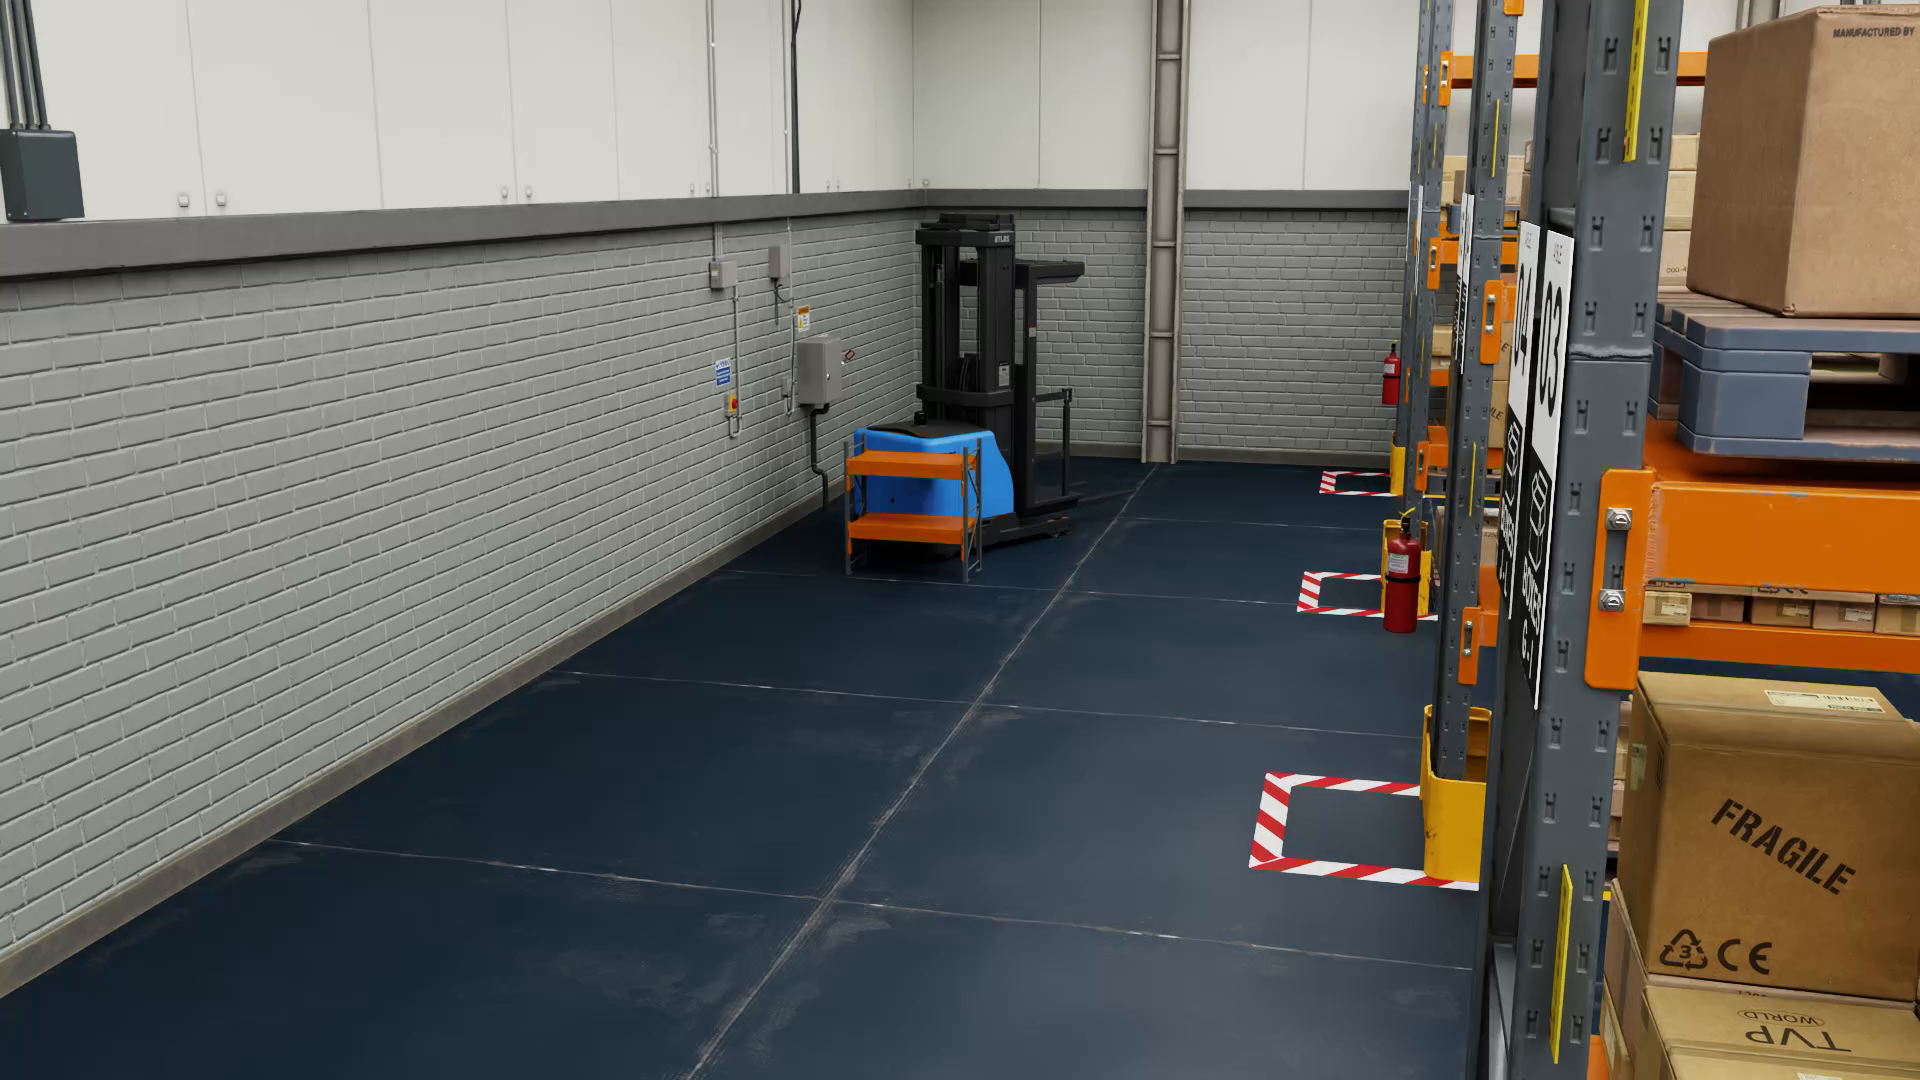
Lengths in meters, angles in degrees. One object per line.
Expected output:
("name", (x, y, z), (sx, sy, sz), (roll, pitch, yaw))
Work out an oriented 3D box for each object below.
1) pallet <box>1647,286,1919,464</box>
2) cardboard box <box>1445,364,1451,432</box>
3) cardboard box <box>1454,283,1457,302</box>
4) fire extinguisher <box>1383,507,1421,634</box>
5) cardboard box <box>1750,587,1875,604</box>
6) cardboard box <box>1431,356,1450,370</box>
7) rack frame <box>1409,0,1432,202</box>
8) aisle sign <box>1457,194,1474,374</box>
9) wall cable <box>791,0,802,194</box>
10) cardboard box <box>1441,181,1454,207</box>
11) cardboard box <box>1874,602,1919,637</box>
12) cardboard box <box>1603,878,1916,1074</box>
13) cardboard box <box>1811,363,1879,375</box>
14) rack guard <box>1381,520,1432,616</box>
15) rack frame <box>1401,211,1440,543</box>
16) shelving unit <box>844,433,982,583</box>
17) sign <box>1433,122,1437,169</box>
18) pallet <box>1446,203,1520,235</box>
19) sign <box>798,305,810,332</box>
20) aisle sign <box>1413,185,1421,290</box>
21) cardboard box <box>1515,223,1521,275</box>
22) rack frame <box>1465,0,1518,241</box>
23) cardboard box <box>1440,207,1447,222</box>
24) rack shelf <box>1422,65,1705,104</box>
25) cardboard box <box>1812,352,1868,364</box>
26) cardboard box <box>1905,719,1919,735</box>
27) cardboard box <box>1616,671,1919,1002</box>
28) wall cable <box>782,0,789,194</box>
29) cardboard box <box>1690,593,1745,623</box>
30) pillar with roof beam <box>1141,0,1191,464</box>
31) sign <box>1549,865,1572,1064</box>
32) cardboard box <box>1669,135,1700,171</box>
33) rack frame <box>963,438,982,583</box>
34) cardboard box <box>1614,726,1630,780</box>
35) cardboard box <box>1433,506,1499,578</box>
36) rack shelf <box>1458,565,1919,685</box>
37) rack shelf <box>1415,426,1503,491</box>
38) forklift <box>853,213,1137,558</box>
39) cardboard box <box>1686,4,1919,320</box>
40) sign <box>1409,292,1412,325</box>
("pallet", (1.891, -0.313, 2.998), (1.213, 0.211, 1.003), (3, 13, 14))
("cardboard box", (4.074, -1.092, 12.998), (0.500, 0.500, 0.500), (3, 13, 14))
("cardboard box", (3.939, -1.889, 12.787), (0.250, 0.149, 0.380), (3, 13, 14))
("fire extinguisher", (2.320, 0.144, 8.700), (0.183, 0.674, 0.296), (3, 13, 14))
("cardboard box", (3.822, -0.028, 7.517), (0.500, 0.500, 0.500), (3, 13, 14))
("cardboard box", (4.981, -1.859, 17.266), (0.250, 0.149, 0.380), (3, 13, 13))
("rack frame", (4.728, -4.985, 16.926), (0.127, 3.000, 1.000), (3, 13, 14))
("aisle sign", (2.312, -1.176, 7.606), (0.004, 0.787, 0.394), (3, 13, 14))
("wall cable", (-1.161, -4.937, 16.624), (0.133, 3.039, 2.988), (3, 13, 14))
("cardboard box", (5.093, -3.512, 16.872), (0.500, 0.250, 0.500), (3, 13, 13))
("cardboard box", (4.217, 0.313, 7.479), (0.250, 0.149, 0.380), (4, 13, 16))
("cardboard box", (1.702, 0.969, 3.600), (0.500, 0.250, 0.500), (3, 13, 13))
("cardboard box", (3.818, -0.512, 7.392), (0.500, 0.500, 0.500), (3, 13, 12))
("rack guard", (3.519, 0.207, 13.147), (0.348, 0.500, 1.175), (3, 13, 14))
("rack frame", (3.542, -1.012, 12.870), (0.127, 3.000, 1.000), (3, 13, 14))
("shelving unit", (-0.388, -0.281, 13.902), (1.048, 1.125, 0.538), (3, 13, 14))
("sign", (3.403, -2.825, 11.918), (0.005, 0.325, 0.100), (3, 13, 14))
("pallet", (4.265, -2.397, 12.391), (1.213, 0.211, 1.003), (3, 13, 14))
("sign", (-1.507, -2.136, 16.031), (0.001, 0.242, 0.339), (3, 13, 14))
("aisle sign", (3.547, -2.350, 12.899), (0.004, 0.787, 0.394), (3, 13, 14))
("cardboard box", (2.959, -1.389, 7.991), (0.500, 0.250, 0.500), (3, 13, 12))
("rack frame", (2.454, -2.895, 7.505), (0.127, 3.000, 1.000), (3, 13, 14))
("cardboard box", (4.982, -3.332, 16.983), (0.250, 0.149, 0.380), (3, 13, 15))
("rack shelf", (6.670, -4.528, 16.537), (4.000, 0.370, 1.077), (3, 13, 14))
("cardboard box", (3.957, -0.625, 7.901), (0.500, 0.500, 0.500), (4, 13, 16))
("cardboard box", (4.542, 0.990, 8.085), (0.250, 0.149, 0.380), (3, 13, 14))
("cardboard box", (1.704, 0.604, 3.515), (0.500, 0.500, 0.500), (3, 13, 14))
("wall cable", (-1.865, -4.335, 13.996), (0.029, 3.000, 2.355), (3, 13, 14))
("cardboard box", (3.480, 0.257, 7.731), (0.250, 0.149, 0.380), (4, 13, 16))
("pillar with roof beam", (1.295, -4.409, 14.331), (0.400, 9.000, 9.100), (3, 13, 14))
("sign", (1.029, 0.727, 2.850), (0.005, 0.325, 0.100), (3, 13, 14))
("cardboard box", (3.203, -1.685, 7.248), (0.250, 0.149, 0.380), (3, 13, 13))
("rack frame", (0.104, -0.252, 13.774), (0.032, 1.125, 0.500), (3, 13, 14))
("cardboard box", (3.178, 1.018, 7.959), (0.250, 0.149, 0.380), (3, 13, 15))
("cardboard box", (4.207, 0.047, 13.043), (0.875, 0.438, 0.875), (3, 13, 12))
("rack shelf", (4.396, 0.489, 7.765), (4.000, 0.370, 1.077), (3, 13, 14))
("rack shelf", (5.484, -0.557, 12.480), (4.000, 0.370, 1.077), (3, 13, 14))
("forklift", (0.442, -1.526, 15.344), (3.031, 2.935, 1.130), (-12, 17, -43))
("cardboard box", (1.686, -0.679, 3.015), (0.500, 0.500, 0.700), (2, 13, 10))
("sign", (4.598, -2.365, 16.968), (0.005, 0.325, 0.100), (3, 13, 14))
